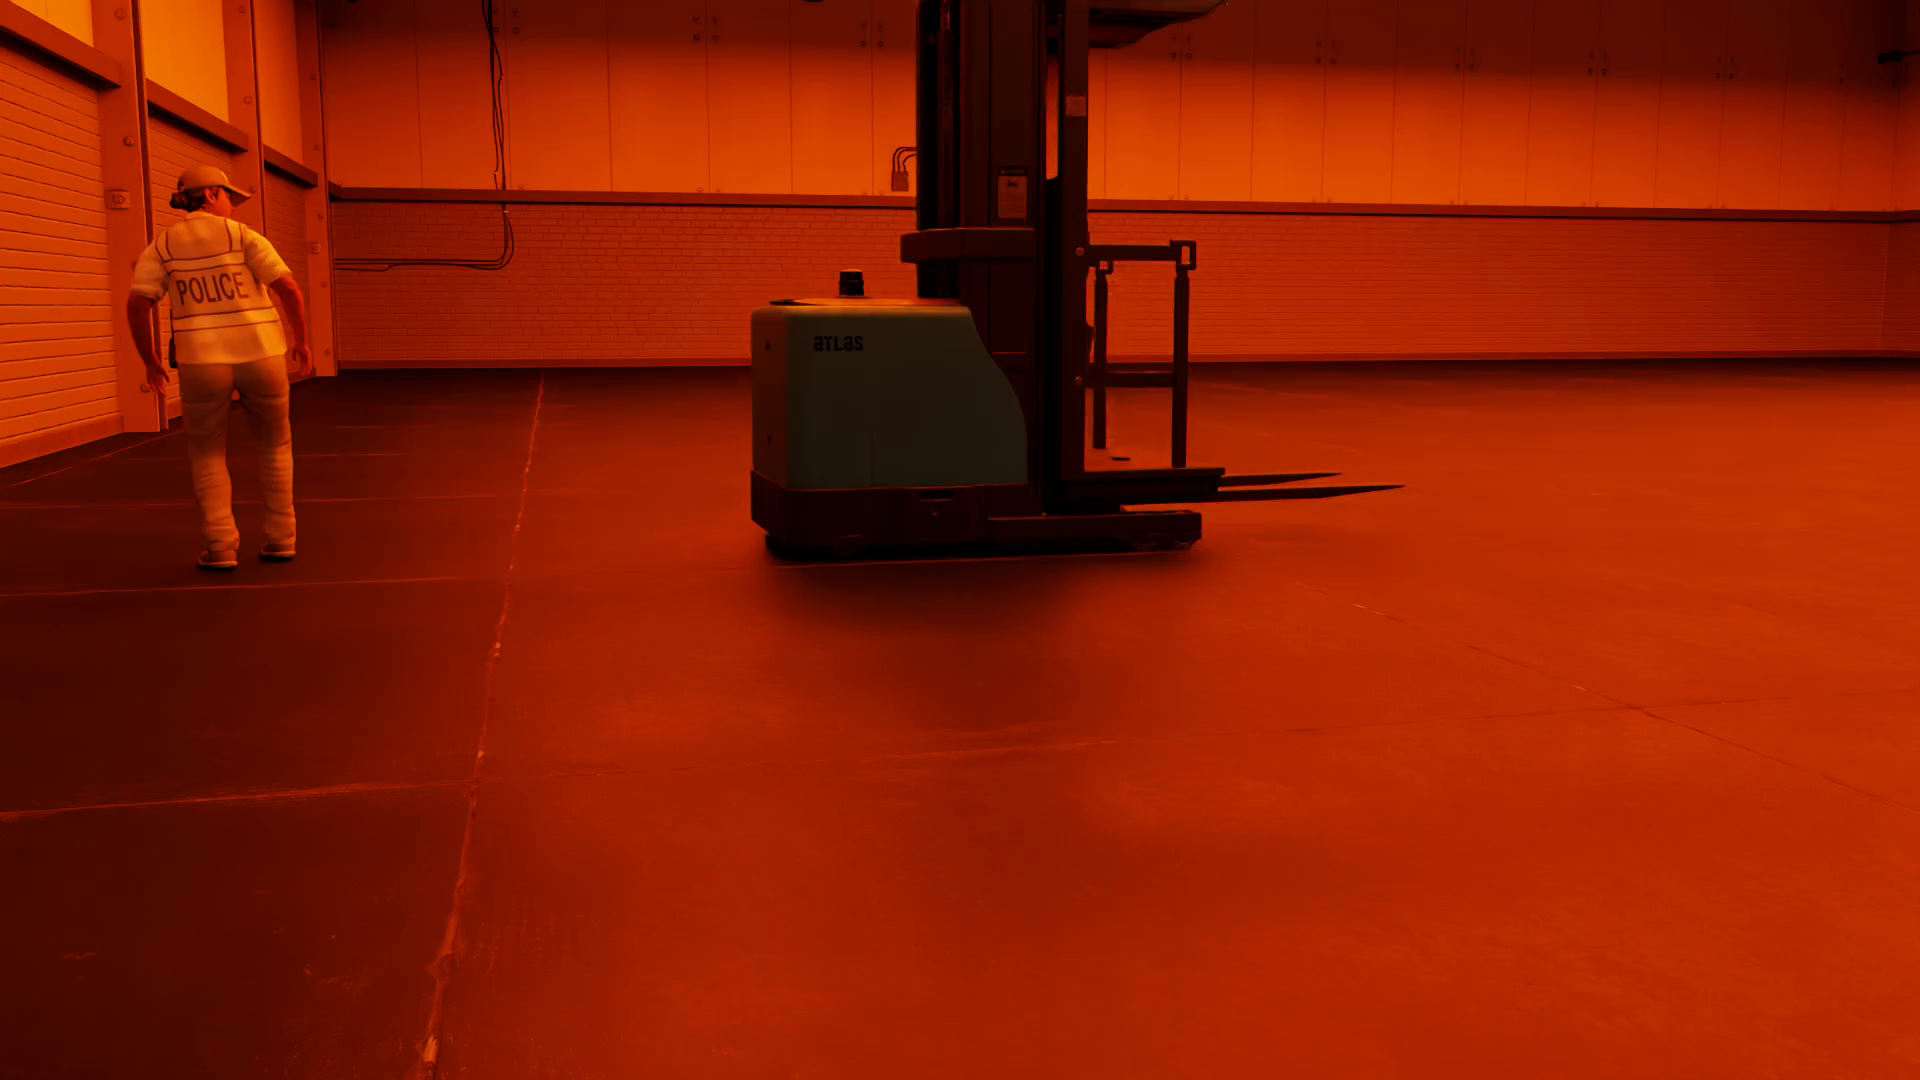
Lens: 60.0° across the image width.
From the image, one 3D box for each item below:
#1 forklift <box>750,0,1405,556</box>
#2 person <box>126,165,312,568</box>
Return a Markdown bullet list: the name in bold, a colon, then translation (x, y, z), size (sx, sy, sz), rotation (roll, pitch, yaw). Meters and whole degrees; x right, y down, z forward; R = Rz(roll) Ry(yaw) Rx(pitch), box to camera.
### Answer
- **forklift**: translation (0.585, -1.476, 7.682), size (3.031, 2.935, 1.130), rotation (-2, 8, -16)
- **person**: translation (-3.061, -0.716, 6.907), size (0.687, 1.646, 0.514), rotation (-3, 9, -23)
